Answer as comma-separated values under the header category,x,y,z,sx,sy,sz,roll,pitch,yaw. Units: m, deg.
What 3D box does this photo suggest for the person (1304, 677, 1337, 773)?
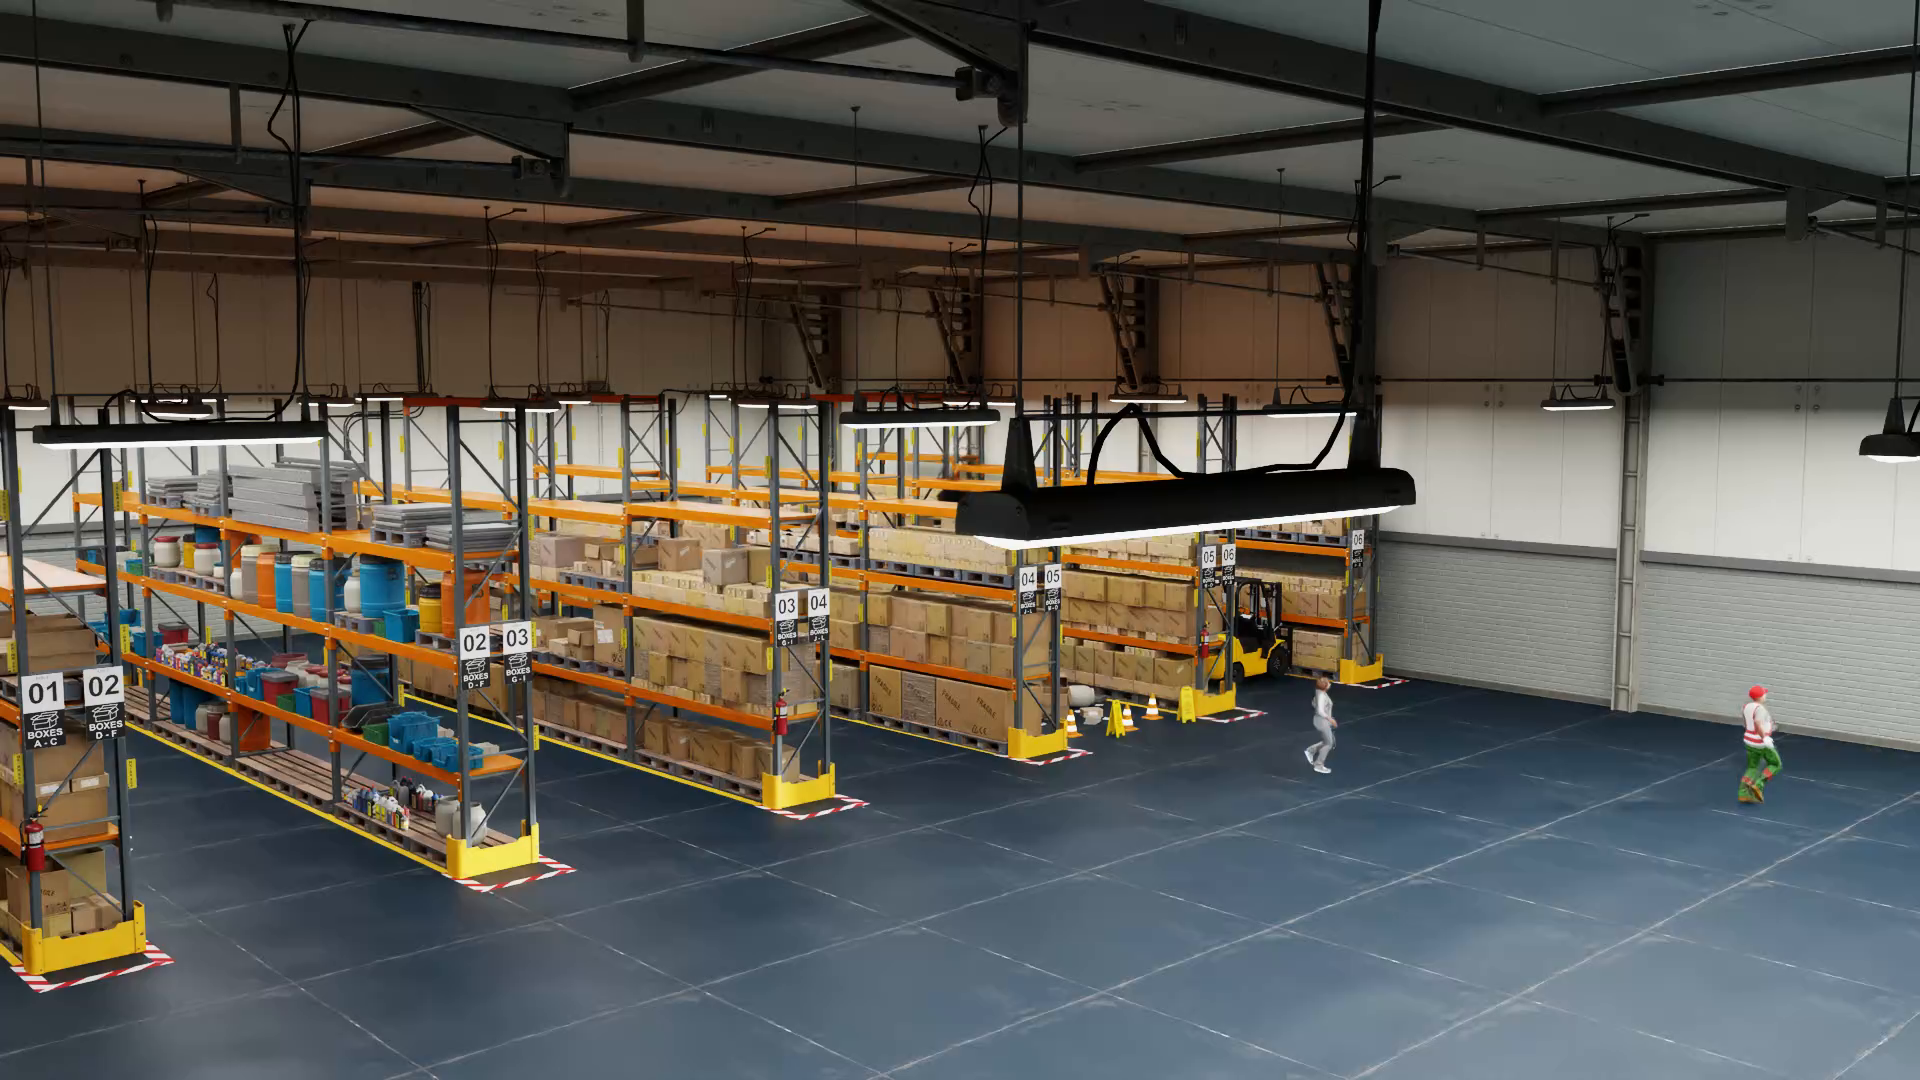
category,x,y,z,sx,sy,sz,roll,pitch,yaw
person,5.811,2.974,26.810,0.496,1.566,0.541,0,6,5

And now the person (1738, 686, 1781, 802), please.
category,x,y,z,sx,sy,sz,roll,pitch,yaw
person,11.962,3.037,24.832,0.645,1.741,0.639,-1,6,-13

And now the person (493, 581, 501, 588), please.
category,x,y,z,sx,sy,sz,roll,pitch,yaw
person,-10.939,1.757,39.025,0.598,1.605,0.555,0,6,-4
